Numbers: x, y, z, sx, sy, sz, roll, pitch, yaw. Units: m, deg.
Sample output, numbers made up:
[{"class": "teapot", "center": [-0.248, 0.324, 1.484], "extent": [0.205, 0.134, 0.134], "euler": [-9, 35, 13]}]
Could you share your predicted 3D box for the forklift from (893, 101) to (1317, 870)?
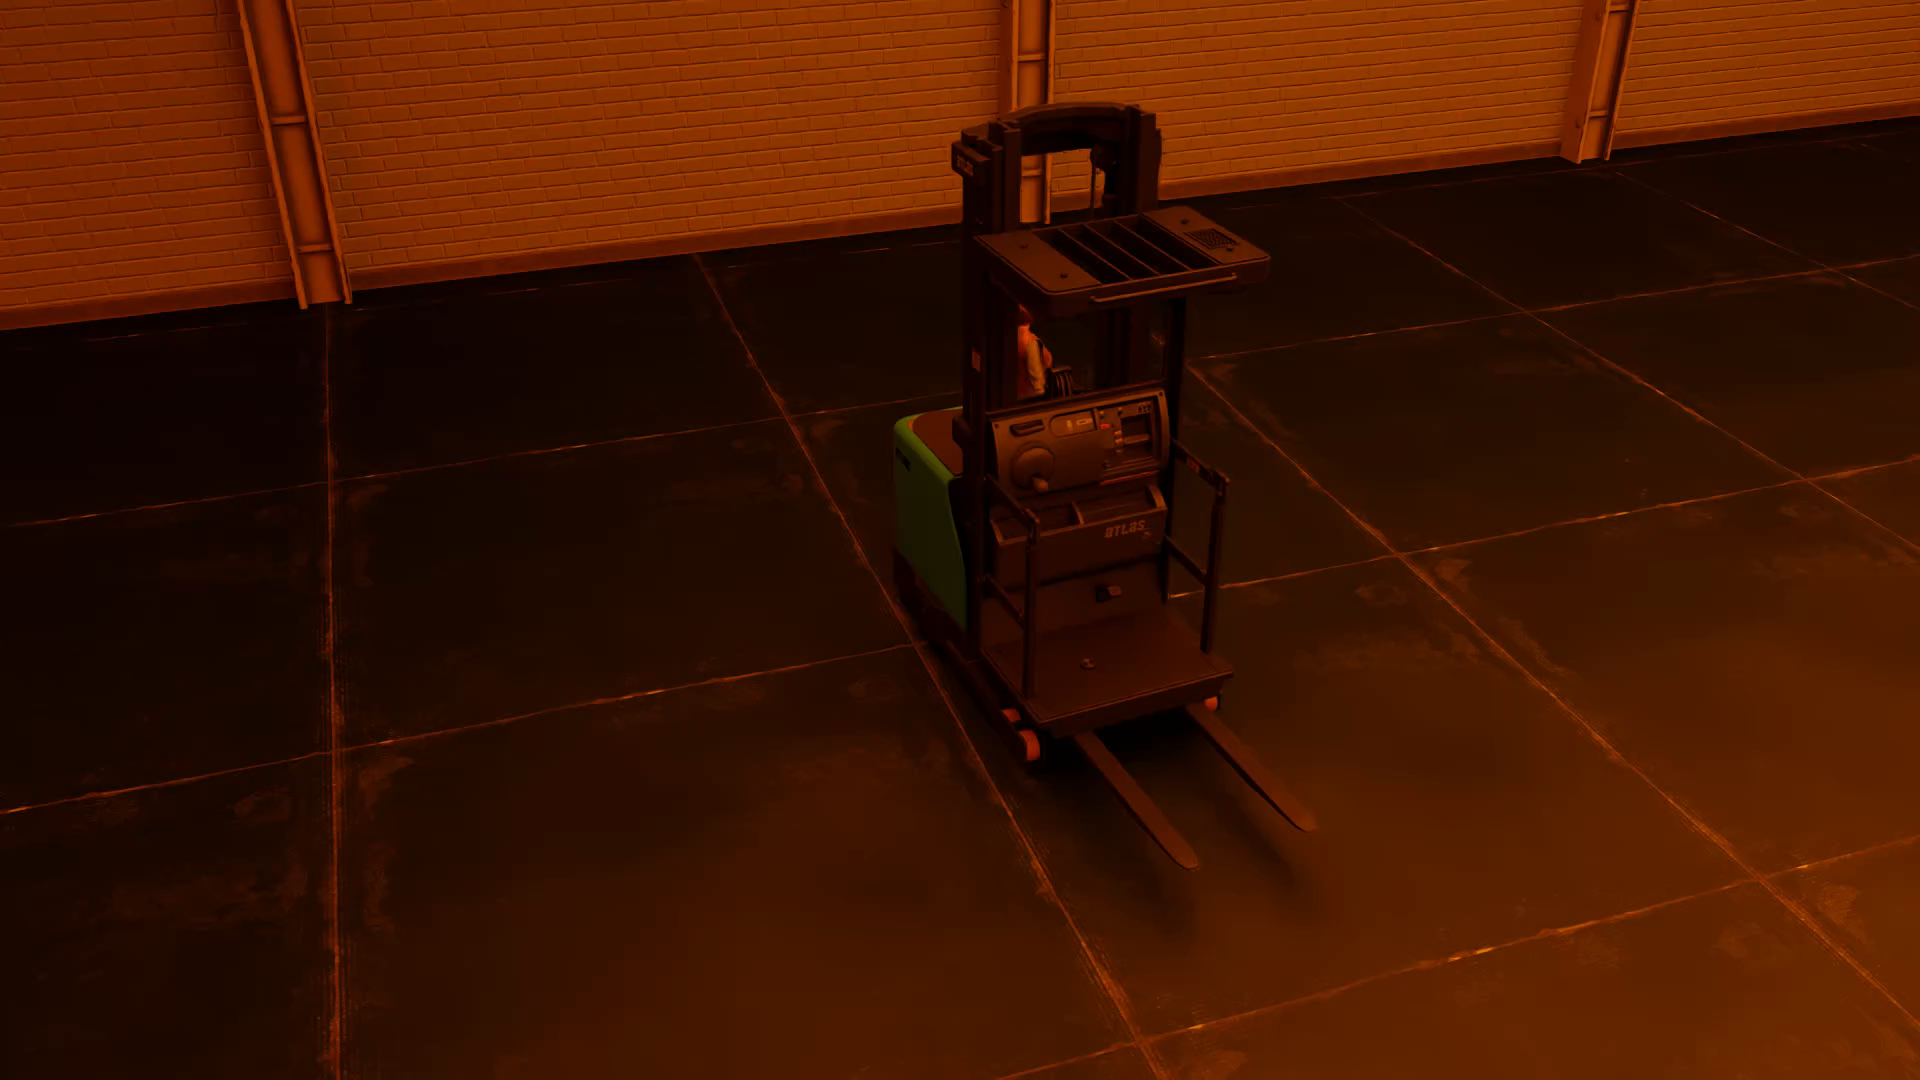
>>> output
[{"class": "forklift", "center": [0.673, -0.425, 7.825], "extent": [1.130, 2.935, 3.031], "euler": [-12, 32, -20]}]

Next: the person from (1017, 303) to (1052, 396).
[{"class": "person", "center": [0.447, -0.748, 9.803], "extent": [0.823, 1.522, 0.544], "euler": [-19, 35, -29]}]
